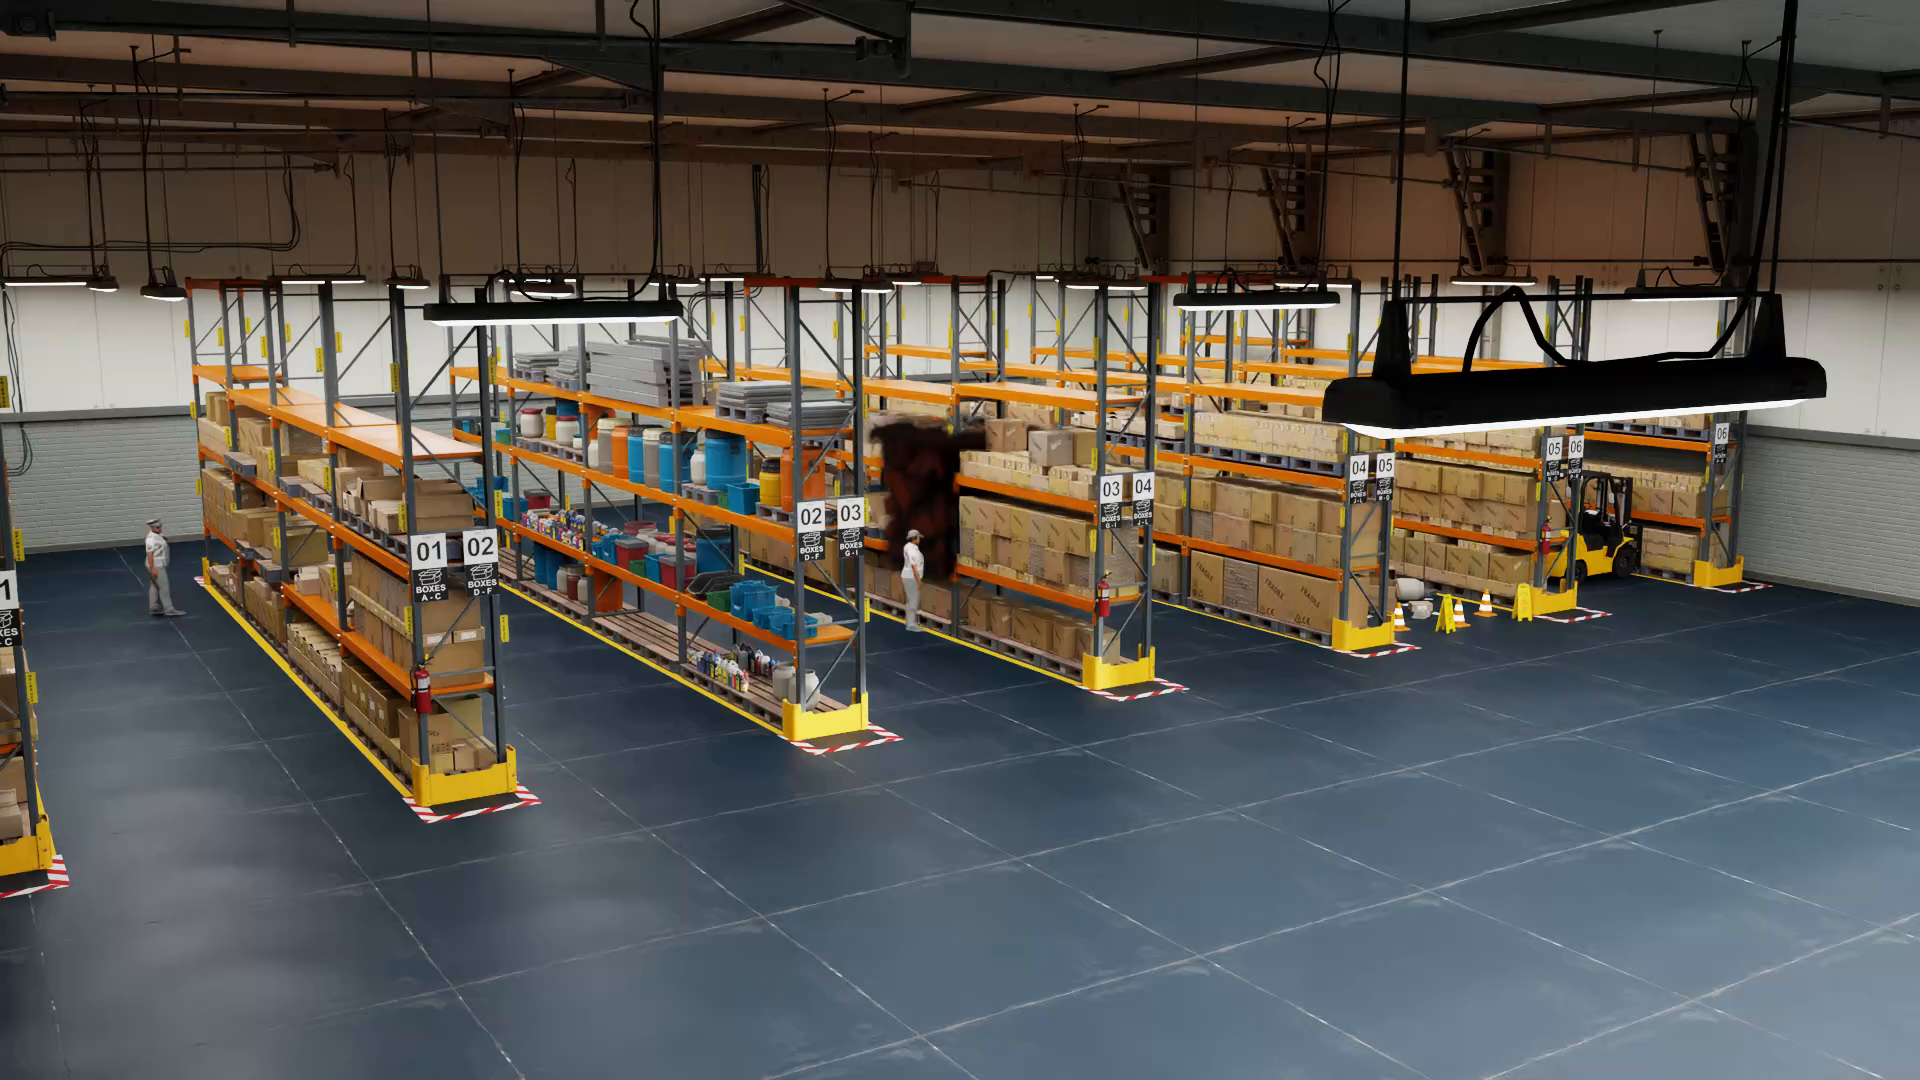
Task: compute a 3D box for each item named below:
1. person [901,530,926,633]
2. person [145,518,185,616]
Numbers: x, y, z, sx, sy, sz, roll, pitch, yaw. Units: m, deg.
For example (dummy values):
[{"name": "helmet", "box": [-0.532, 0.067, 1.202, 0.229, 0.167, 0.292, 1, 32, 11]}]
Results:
[{"name": "person", "box": [-0.771, 0.700, 27.305, 0.399, 1.761, 0.516, 0, 10, 1]}, {"name": "person", "box": [-14.325, 0.471, 29.916, 0.571, 1.762, 0.558, -4, 10, -23]}]
